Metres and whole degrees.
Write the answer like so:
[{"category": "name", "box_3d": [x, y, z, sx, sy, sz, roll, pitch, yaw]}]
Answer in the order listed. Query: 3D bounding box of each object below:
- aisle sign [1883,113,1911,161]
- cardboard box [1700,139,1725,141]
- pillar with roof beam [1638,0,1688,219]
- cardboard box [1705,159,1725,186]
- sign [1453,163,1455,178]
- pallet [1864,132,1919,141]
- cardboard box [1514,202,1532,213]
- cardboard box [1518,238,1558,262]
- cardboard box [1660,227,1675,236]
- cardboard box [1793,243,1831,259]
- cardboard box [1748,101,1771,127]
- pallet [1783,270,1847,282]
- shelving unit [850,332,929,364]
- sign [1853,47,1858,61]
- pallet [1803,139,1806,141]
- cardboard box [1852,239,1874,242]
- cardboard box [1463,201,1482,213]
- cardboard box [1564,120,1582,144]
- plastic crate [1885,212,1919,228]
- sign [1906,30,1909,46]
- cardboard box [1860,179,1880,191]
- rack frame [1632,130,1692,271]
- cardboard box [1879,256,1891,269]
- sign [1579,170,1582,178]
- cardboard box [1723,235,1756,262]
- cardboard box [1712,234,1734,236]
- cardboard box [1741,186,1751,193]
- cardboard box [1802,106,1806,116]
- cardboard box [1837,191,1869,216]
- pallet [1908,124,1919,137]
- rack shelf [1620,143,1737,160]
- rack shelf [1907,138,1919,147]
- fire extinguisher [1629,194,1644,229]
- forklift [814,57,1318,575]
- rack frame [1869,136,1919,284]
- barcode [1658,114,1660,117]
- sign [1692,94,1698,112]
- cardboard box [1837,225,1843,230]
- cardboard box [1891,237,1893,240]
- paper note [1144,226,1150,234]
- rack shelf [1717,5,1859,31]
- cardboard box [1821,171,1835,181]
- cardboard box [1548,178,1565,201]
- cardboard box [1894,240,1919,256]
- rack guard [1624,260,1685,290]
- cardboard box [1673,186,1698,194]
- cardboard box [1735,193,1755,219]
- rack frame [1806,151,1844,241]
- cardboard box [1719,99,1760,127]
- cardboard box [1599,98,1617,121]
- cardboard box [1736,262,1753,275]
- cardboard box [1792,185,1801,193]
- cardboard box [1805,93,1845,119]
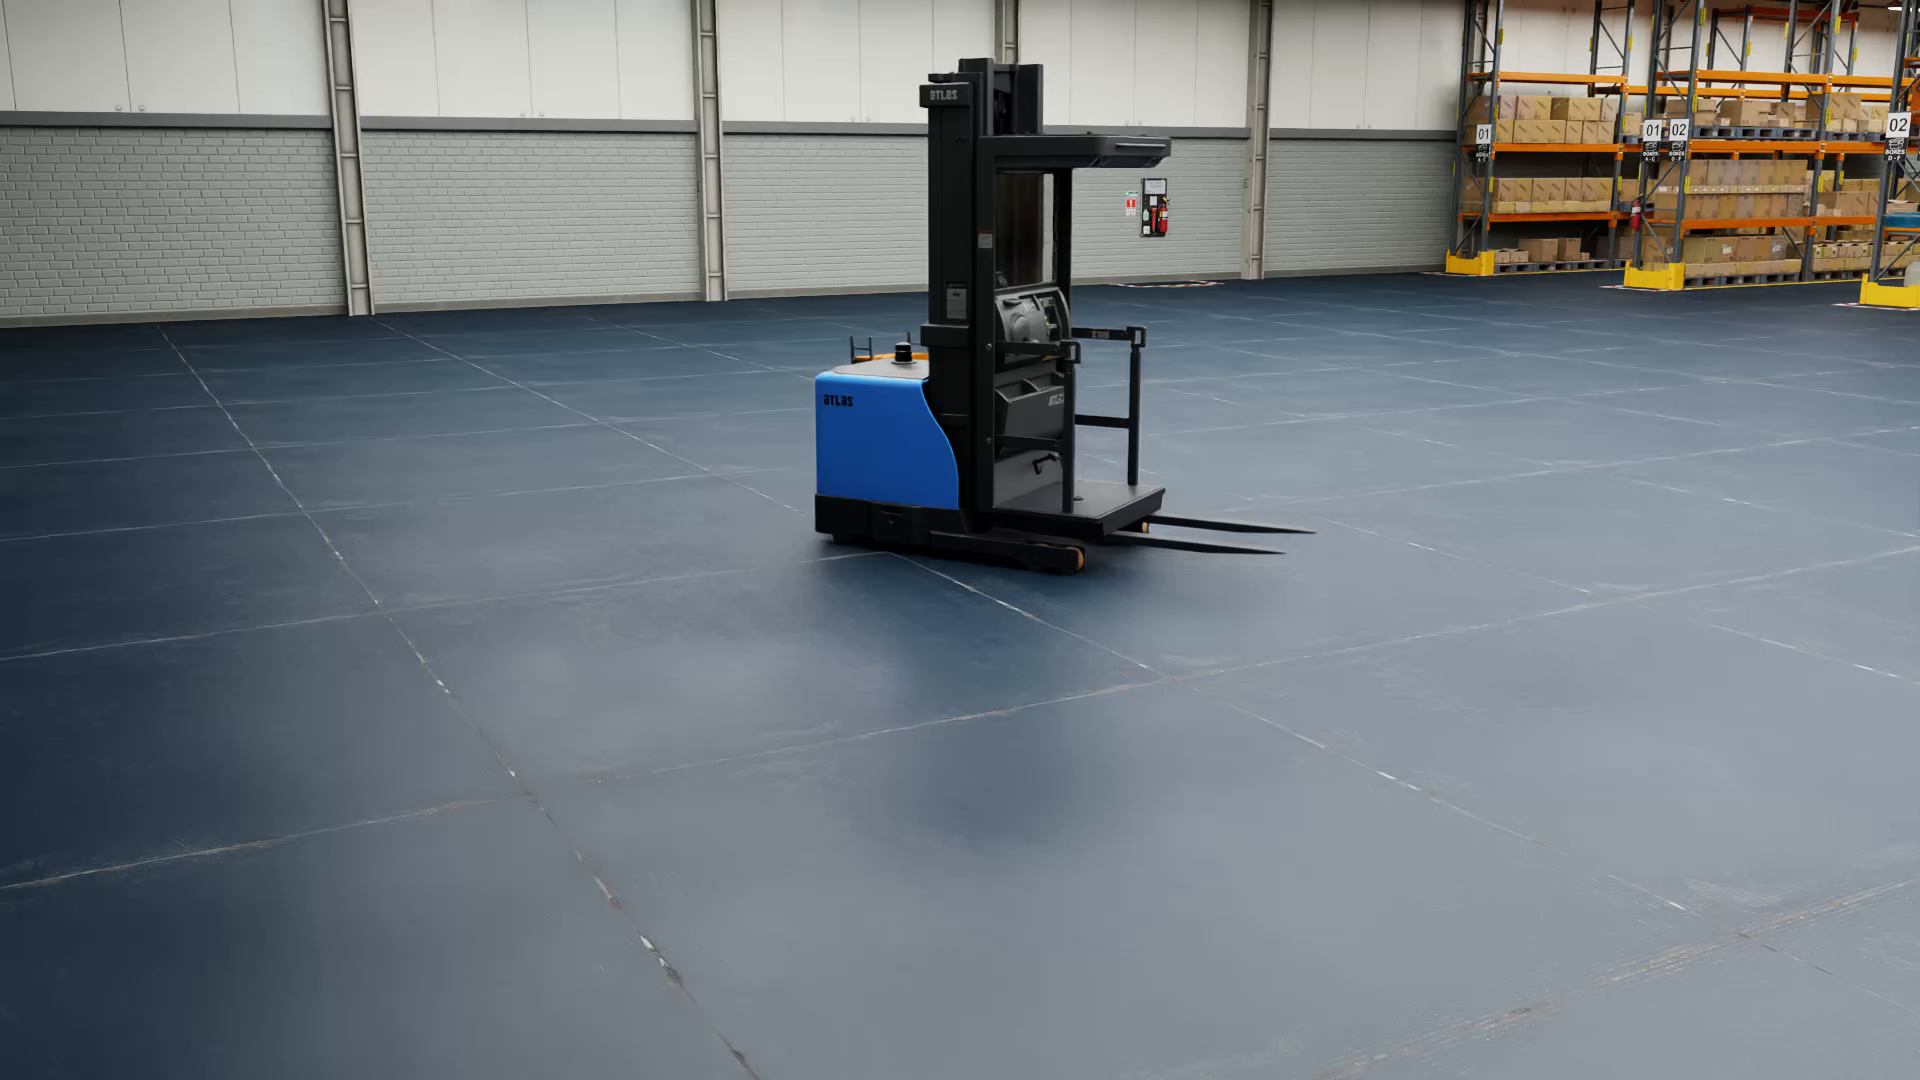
[{"category": "aisle sign", "box_3d": [15.774, -6.782, 27.992, 0.004, 0.787, 0.394, -7, 14, -28]}, {"category": "cardboard box", "box_3d": [17.752, -9.517, 39.390, 0.500, 0.311, 0.500, -7, 14, -28]}, {"category": "pillar with roof beam", "box_3d": [18.761, -10.342, 36.068, 0.548, 9.000, 9.100, -7, 14, -28]}, {"category": "cardboard box", "box_3d": [14.530, -7.209, 32.629, 0.500, 0.500, 0.700, -7, 15, -29]}, {"category": "sign", "box_3d": [10.984, -8.201, 36.863, 0.005, 0.325, 0.100, -7, 14, -28]}, {"category": "pallet", "box_3d": [20.078, -8.543, 35.337, 1.003, 0.211, 1.213, -6, 14, -25]}, {"category": "cardboard box", "box_3d": [12.262, -7.357, 36.766, 0.500, 0.250, 0.500, -7, 15, -30]}, {"category": "cardboard box", "box_3d": [13.051, -6.551, 37.579, 0.500, 0.500, 0.700, -8, 15, -31]}, {"category": "cardboard box", "box_3d": [16.668, -7.387, 39.585, 0.500, 0.250, 0.500, -7, 14, -28]}, {"category": "cardboard box", "box_3d": [17.602, -5.972, 34.344, 0.500, 0.311, 0.500, -7, 14, -28]}, {"category": "cardboard box", "box_3d": [15.614, -8.478, 33.106, 0.637, 0.503, 0.797, -5, 14, -22]}, {"category": "pallet", "box_3d": [17.748, -5.565, 34.854, 1.213, 0.211, 1.003, -7, 14, -28]}, {"category": "shelving unit", "box_3d": [-0.458, -0.816, 11.474, 0.503, 1.200, 0.258, -10, 13, -38]}, {"category": "sign", "box_3d": [22.036, -11.954, 40.921, 0.005, 0.325, 0.100, -7, 14, -28]}, {"category": "pallet", "box_3d": [20.984, -9.900, 41.371, 1.217, 0.209, 0.805, -8, 15, -30]}, {"category": "cardboard box", "box_3d": [19.573, -6.342, 35.988, 0.500, 0.311, 0.500, -7, 15, -29]}, {"category": "cardboard box", "box_3d": [11.550, -7.396, 36.939, 0.500, 0.250, 0.500, -7, 14, -27]}, {"category": "cardboard box", "box_3d": [13.500, -9.099, 37.103, 0.500, 0.500, 0.500, -7, 15, -30]}, {"category": "plastic crate", "box_3d": [16.275, -5.502, 28.563, 0.616, 0.251, 0.499, -7, 14, -28]}, {"category": "sign", "box_3d": [20.362, -10.785, 35.730, 0.005, 0.325, 0.100, -7, 14, -28]}, {"category": "cardboard box", "box_3d": [22.892, -8.912, 42.693, 0.700, 0.700, 0.980, -7, 15, -29]}, {"category": "rack frame", "box_3d": [13.609, -6.419, 32.300, 0.127, 3.000, 1.000, -7, 14, -28]}, {"category": "cardboard box", "box_3d": [19.392, -5.914, 35.364, 0.500, 0.250, 0.500, -6, 14, -27]}, {"category": "sign", "box_3d": [14.474, -8.466, 38.756, 0.005, 0.325, 0.100, -7, 14, -28]}, {"category": "cardboard box", "box_3d": [15.504, -5.819, 33.233, 0.500, 0.500, 0.500, -7, 14, -28]}, {"category": "cardboard box", "box_3d": [15.685, -5.975, 33.927, 0.500, 0.500, 0.500, -7, 14, -28]}, {"category": "cardboard box", "box_3d": [15.406, -6.946, 32.935, 0.250, 0.149, 0.380, -7, 14, -27]}, {"category": "cardboard box", "box_3d": [20.930, -10.661, 41.380, 0.500, 0.250, 0.500, -6, 14, -24]}, {"category": "cardboard box", "box_3d": [18.704, -7.074, 34.984, 0.500, 0.500, 0.500, -7, 14, -28]}, {"category": "pallet", "box_3d": [16.752, -6.904, 28.051, 1.213, 0.211, 1.003, -7, 14, -28]}, {"category": "rack shelf", "box_3d": [16.499, -9.117, 39.095, 4.000, 0.370, 1.077, -7, 14, -28]}, {"category": "rack shelf", "box_3d": [17.735, -6.787, 28.741, 4.000, 0.370, 1.077, -7, 14, -28]}, {"category": "fire extinguisher", "box_3d": [13.283, -6.458, 32.651, 0.183, 0.674, 0.296, -7, 14, -28]}, {"category": "forklift", "box_3d": [0.625, -1.359, 9.973, 3.031, 2.935, 1.130, 7, 14, 27]}, {"category": "rack frame", "box_3d": [15.979, -5.464, 28.057, 0.127, 3.000, 1.000, -7, 14, -28]}, {"category": "barcode", "box_3d": [13.643, -8.290, 32.461, 0.075, 0.075, 0.001, -7, 14, -28]}, {"category": "sign", "box_3d": [13.870, -8.240, 31.388, 0.005, 0.325, 0.100, -7, 14, -28]}, {"category": "cardboard box", "box_3d": [22.941, -8.103, 43.043, 0.250, 0.149, 0.380, -7, 15, -30]}, {"category": "cardboard box", "box_3d": [23.829, -7.843, 43.365, 0.500, 0.500, 0.700, -7, 15, -30]}, {"category": "paper note", "box_3d": [3.790, -6.295, 33.754, 0.142, 0.148, 0.016, -7, 14, -28]}, {"category": "rack shelf", "box_3d": [20.010, -12.623, 40.270, 4.000, 0.370, 1.077, -7, 14, -28]}, {"category": "cardboard box", "box_3d": [21.478, -9.107, 41.584, 0.500, 0.250, 0.500, -6, 14, -26]}, {"category": "cardboard box", "box_3d": [13.138, -7.828, 37.148, 0.500, 0.500, 0.500, -6, 14, -26]}, {"category": "cardboard box", "box_3d": [20.289, -6.295, 35.778, 0.500, 0.311, 0.500, -6, 14, -26]}, {"category": "rack guard", "box_3d": [13.588, -5.197, 32.563, 0.348, 0.500, 1.175, -7, 14, -28]}, {"category": "cardboard box", "box_3d": [14.057, -6.784, 32.217, 0.250, 0.149, 0.380, -7, 14, -28]}, {"category": "cardboard box", "box_3d": [15.382, -6.678, 33.222, 0.500, 0.500, 0.700, -6, 14, -26]}, {"category": "rack frame", "box_3d": [21.765, -8.636, 42.150, 0.127, 3.000, 1.000, -7, 14, -28]}, {"category": "cardboard box", "box_3d": [15.198, -8.326, 32.440, 0.500, 0.500, 0.500, -7, 14, -28]}, {"category": "cardboard box", "box_3d": [14.433, -9.699, 37.491, 0.500, 0.500, 0.500, -8, 15, -33]}, {"category": "cardboard box", "box_3d": [15.504, -5.453, 33.316, 0.500, 0.250, 0.500, -7, 14, -28]}, {"category": "cardboard box", "box_3d": [16.766, -7.110, 33.663, 0.250, 0.149, 0.380, -7, 15, -29]}, {"category": "cardboard box", "box_3d": [17.680, -8.858, 33.983, 0.500, 0.500, 0.500, -7, 14, -27]}]
